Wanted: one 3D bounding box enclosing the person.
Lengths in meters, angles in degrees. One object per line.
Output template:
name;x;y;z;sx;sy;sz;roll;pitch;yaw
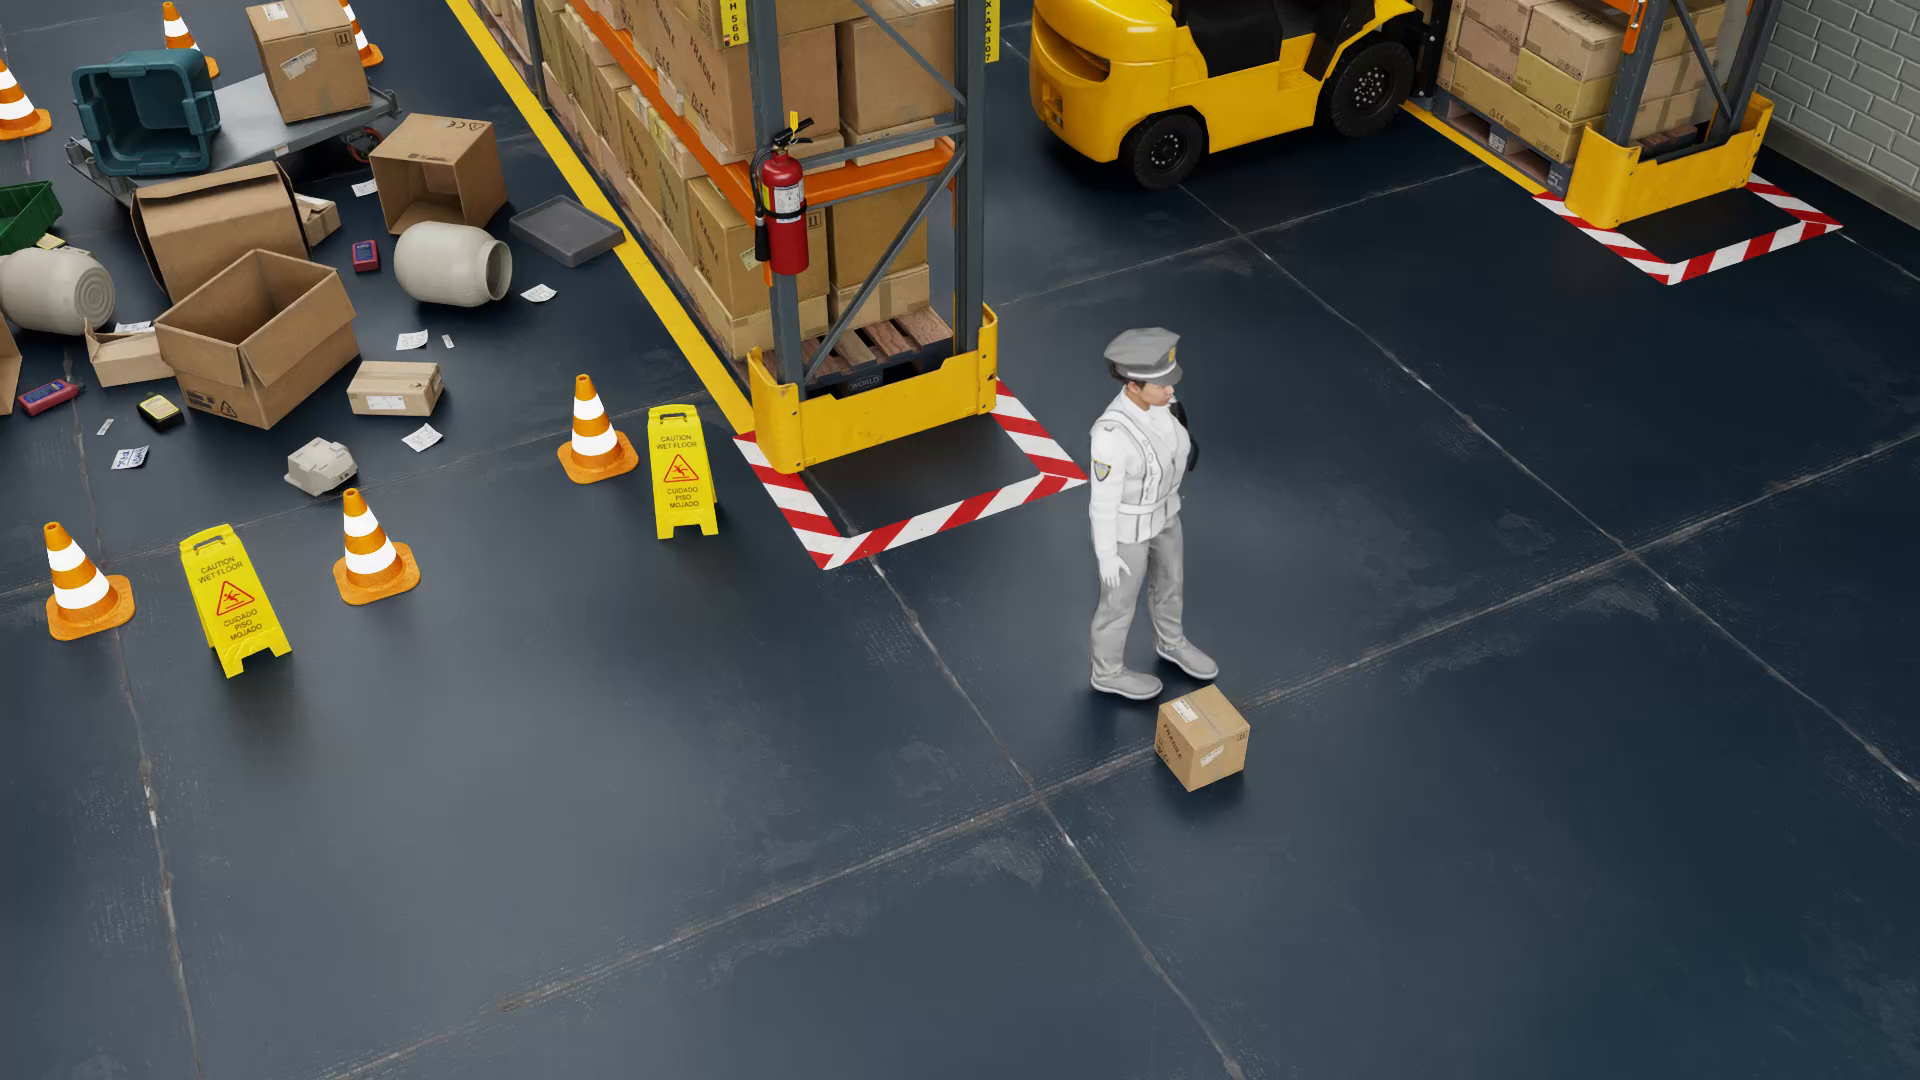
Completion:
person;0.732;-0.043;6.172;0.489;1.679;0.521;25;47;25
